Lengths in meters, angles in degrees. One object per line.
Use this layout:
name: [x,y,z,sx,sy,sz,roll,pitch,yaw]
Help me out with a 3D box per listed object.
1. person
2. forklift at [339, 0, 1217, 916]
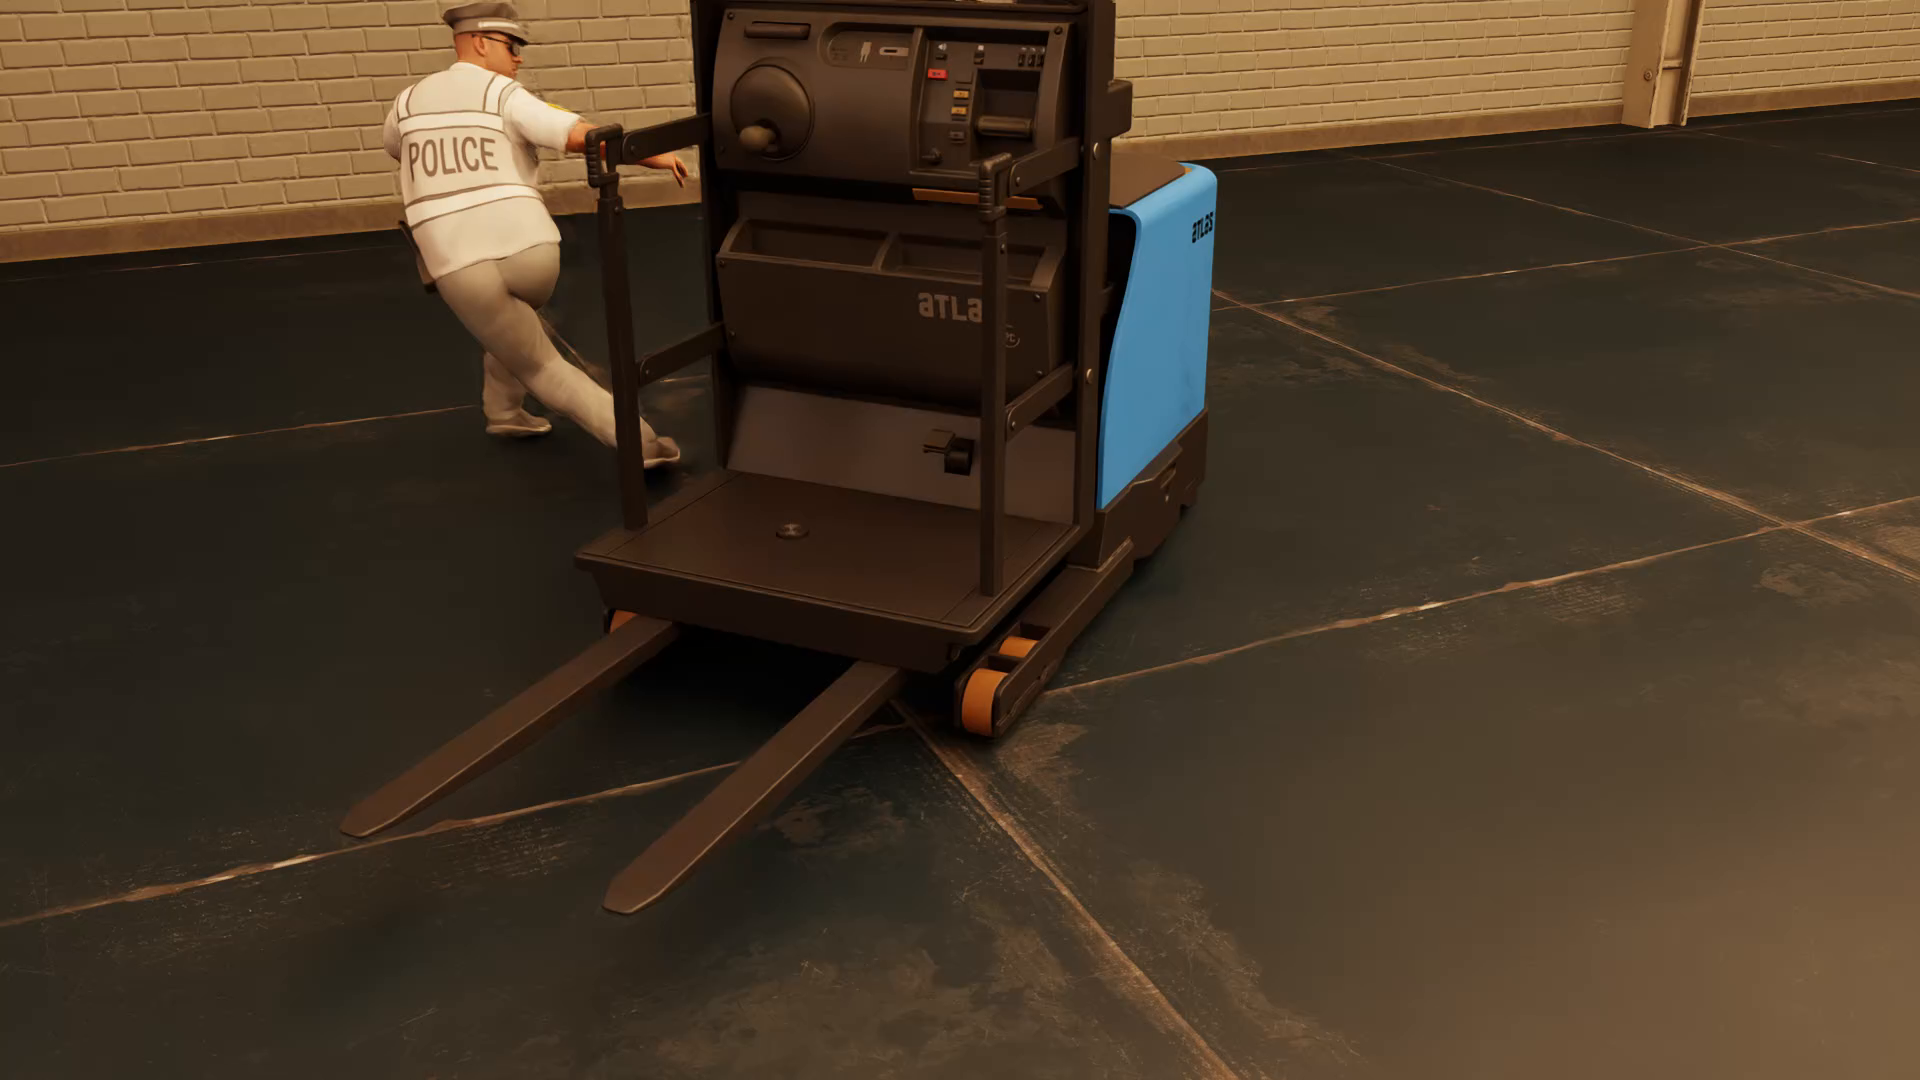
person: [-1.397,-1.015,5.597,0.977,1.539,1.032,-5,23,-12]
forklift: [-0.269,-1.069,3.859,1.130,2.935,3.031,10,24,22]
